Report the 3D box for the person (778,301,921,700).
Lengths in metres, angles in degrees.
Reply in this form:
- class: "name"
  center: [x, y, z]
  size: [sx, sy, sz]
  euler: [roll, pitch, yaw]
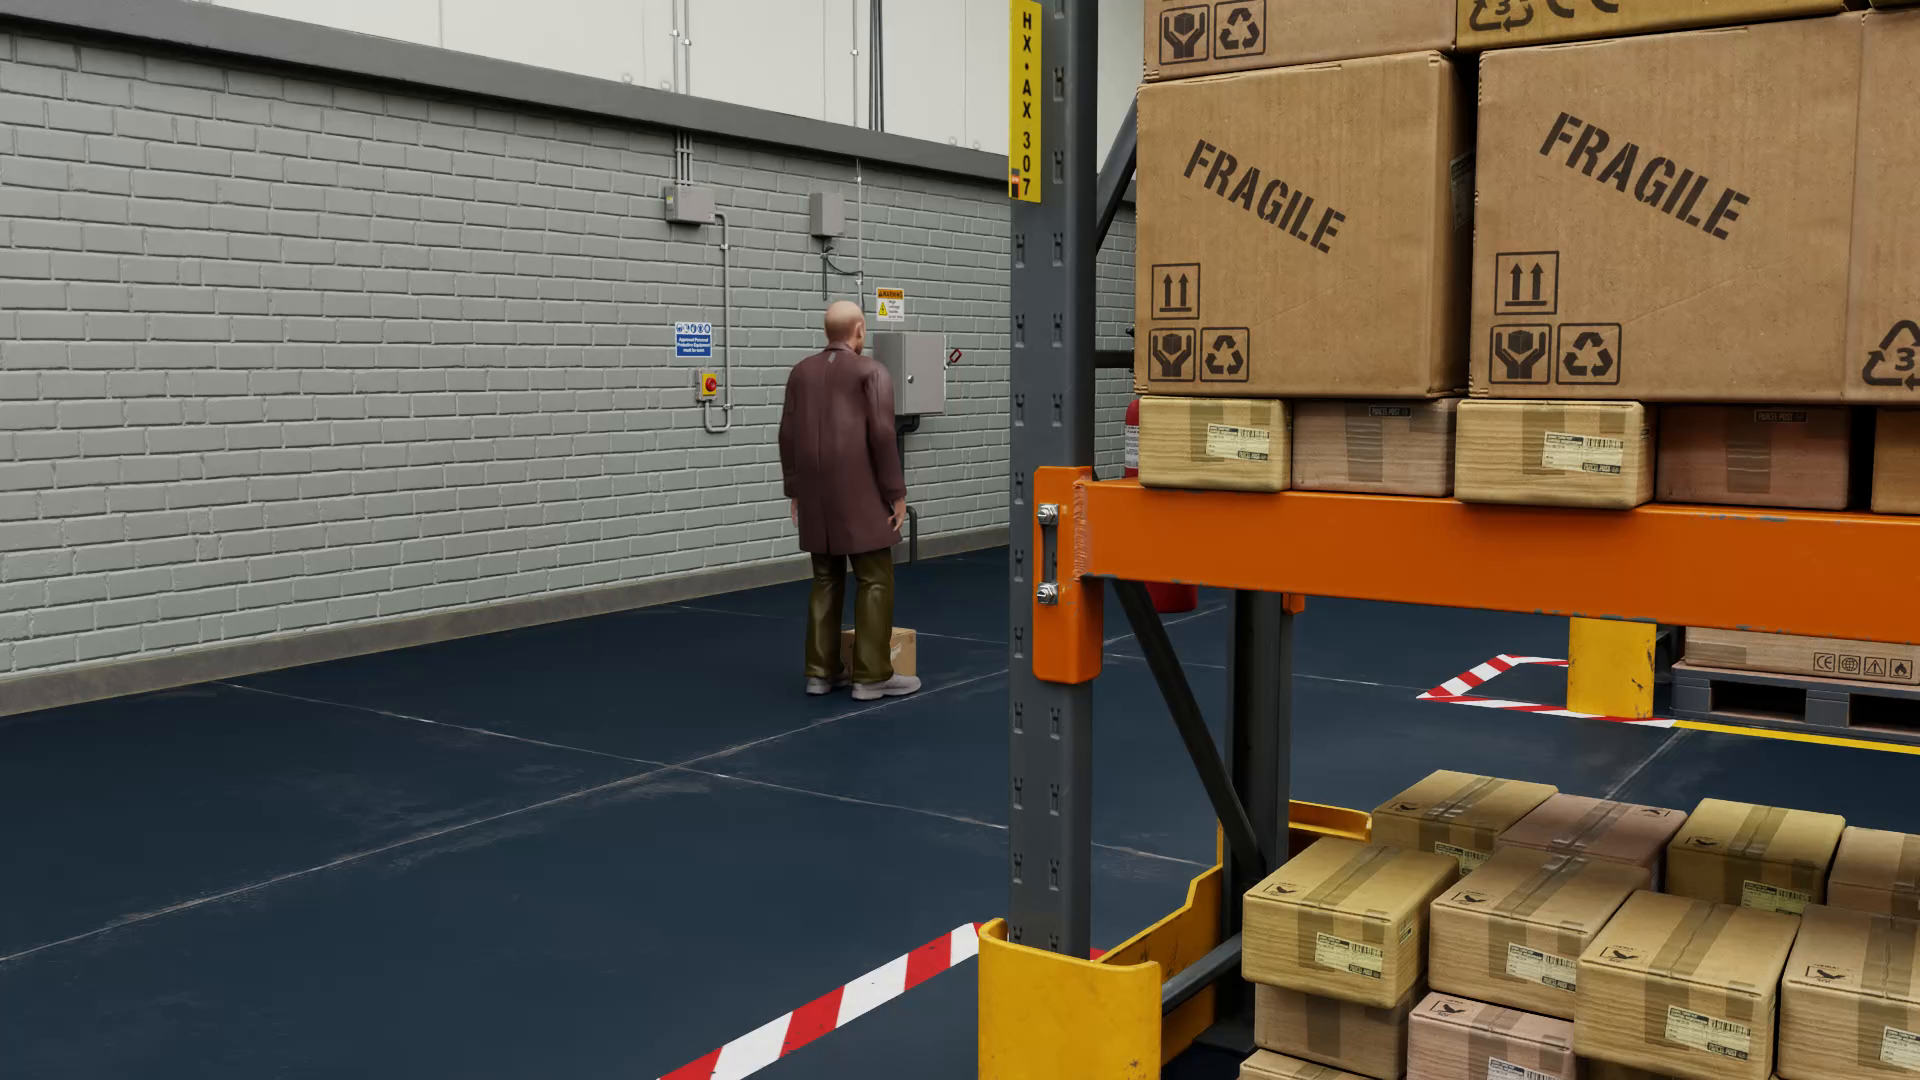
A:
- class: "person"
  center: [-0.519, -0.186, 7.496]
  size: [0.644, 1.772, 0.429]
  euler: [4, 7, 31]
